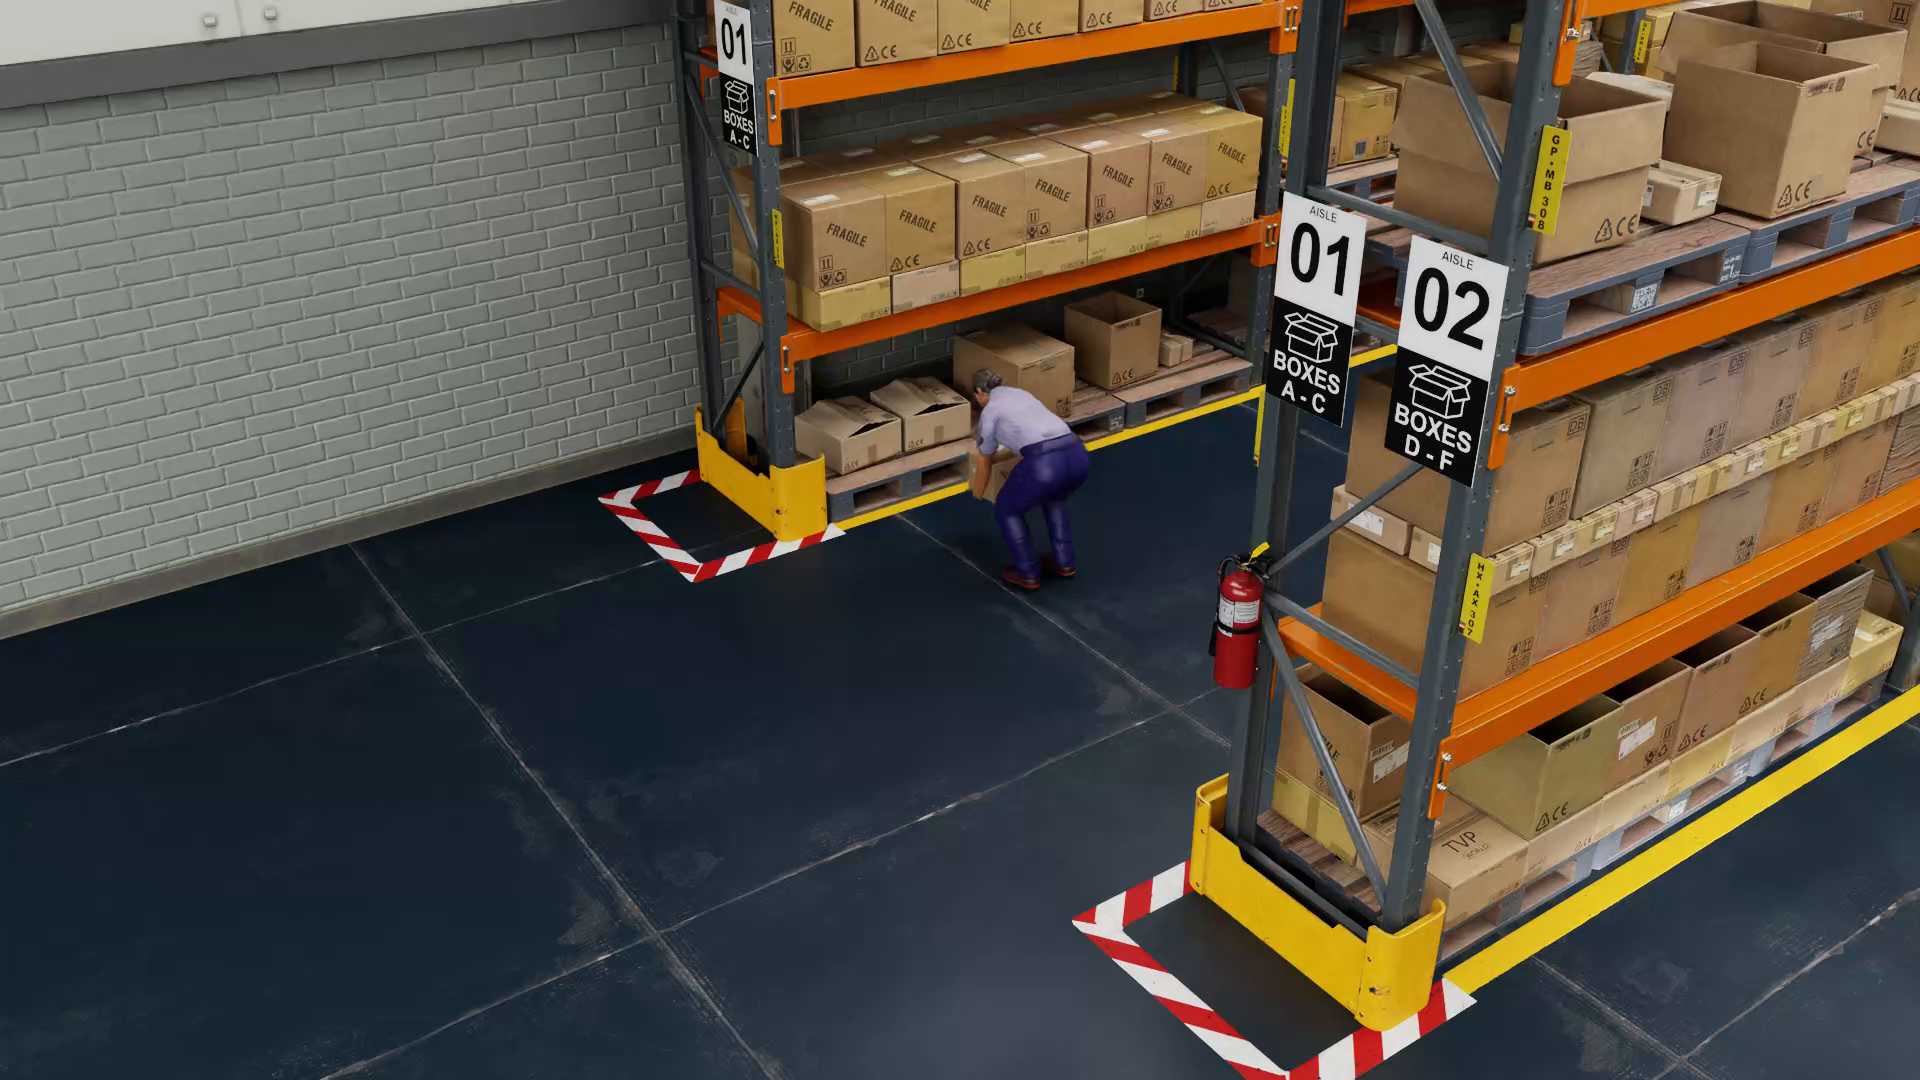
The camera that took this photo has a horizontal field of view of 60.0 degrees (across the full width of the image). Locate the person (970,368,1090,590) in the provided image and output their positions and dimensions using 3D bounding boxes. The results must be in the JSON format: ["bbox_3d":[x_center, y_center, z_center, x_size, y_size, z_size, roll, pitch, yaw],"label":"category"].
[{"bbox_3d":[0.371,-0.364,9.806,0.487,1.169,0.868,-20,35,-32],"label":"person"}]
